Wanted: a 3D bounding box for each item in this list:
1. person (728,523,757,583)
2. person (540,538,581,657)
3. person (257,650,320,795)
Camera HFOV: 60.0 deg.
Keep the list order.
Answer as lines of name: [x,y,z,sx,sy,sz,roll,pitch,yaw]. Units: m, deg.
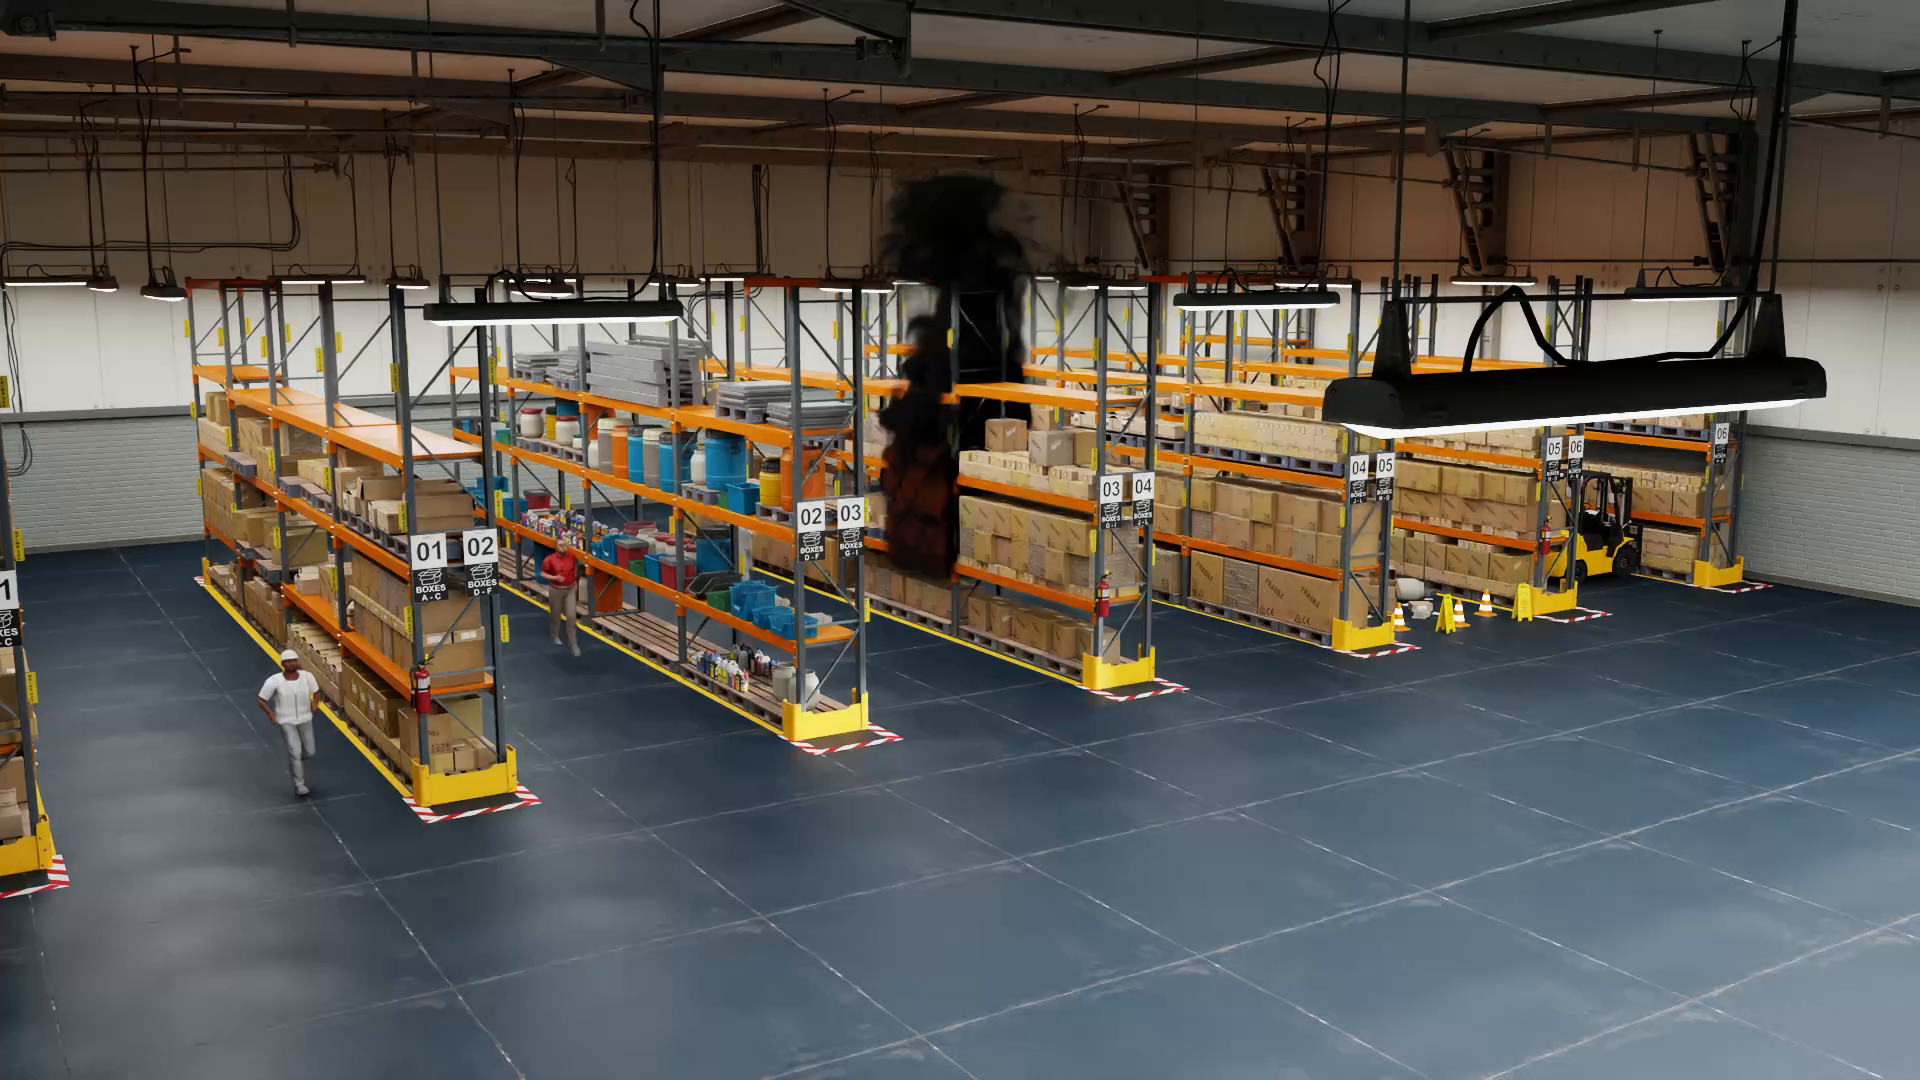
person: [-3.936,0.167,30.257,0.575,1.670,0.848,-7,12,-37]
person: [-6.236,0.884,26.023,0.645,1.840,0.770,-5,11,-29]
person: [-8.018,2.164,19.977,0.707,1.723,0.753,-8,12,-39]
